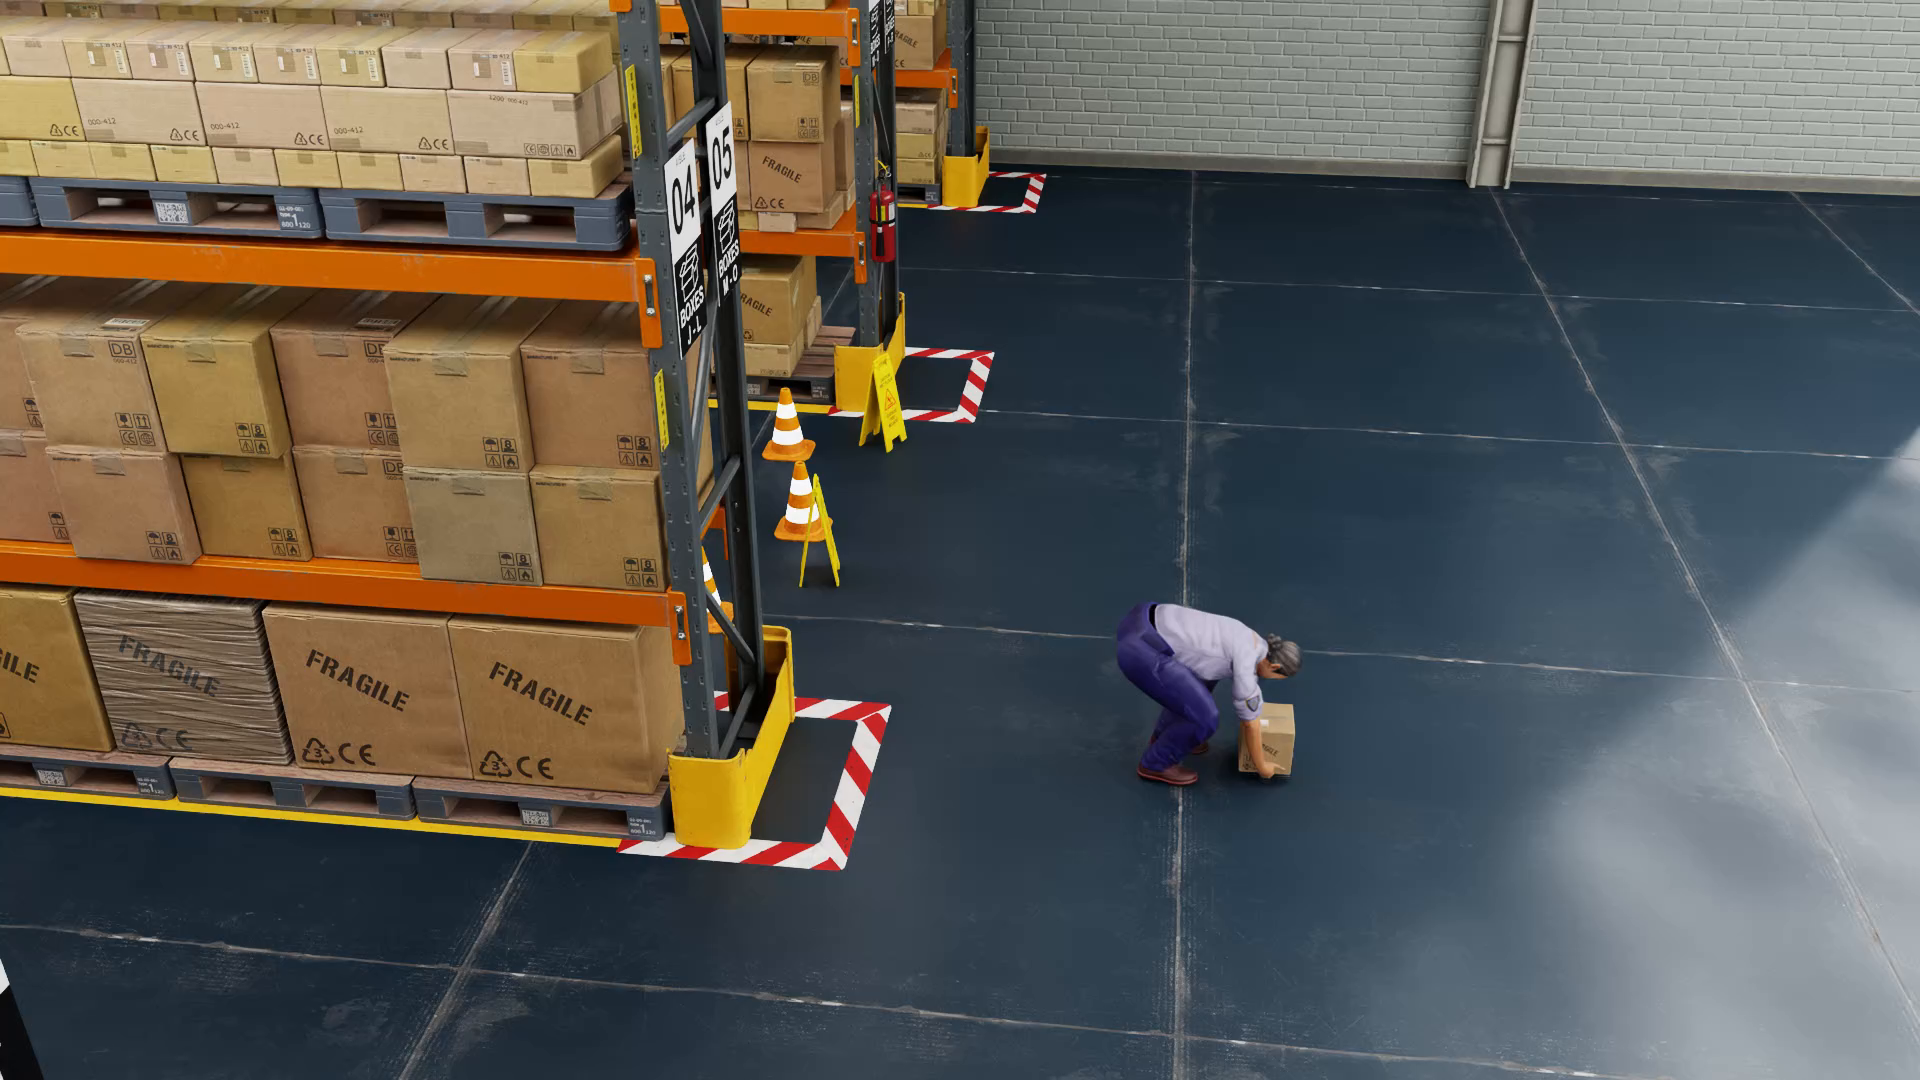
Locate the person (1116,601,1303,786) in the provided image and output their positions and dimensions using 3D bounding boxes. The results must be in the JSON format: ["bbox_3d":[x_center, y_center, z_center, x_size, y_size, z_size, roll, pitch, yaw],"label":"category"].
[{"bbox_3d":[1.198,0.734,8.094,0.898,0.881,0.502,2,29,4],"label":"person"}]
